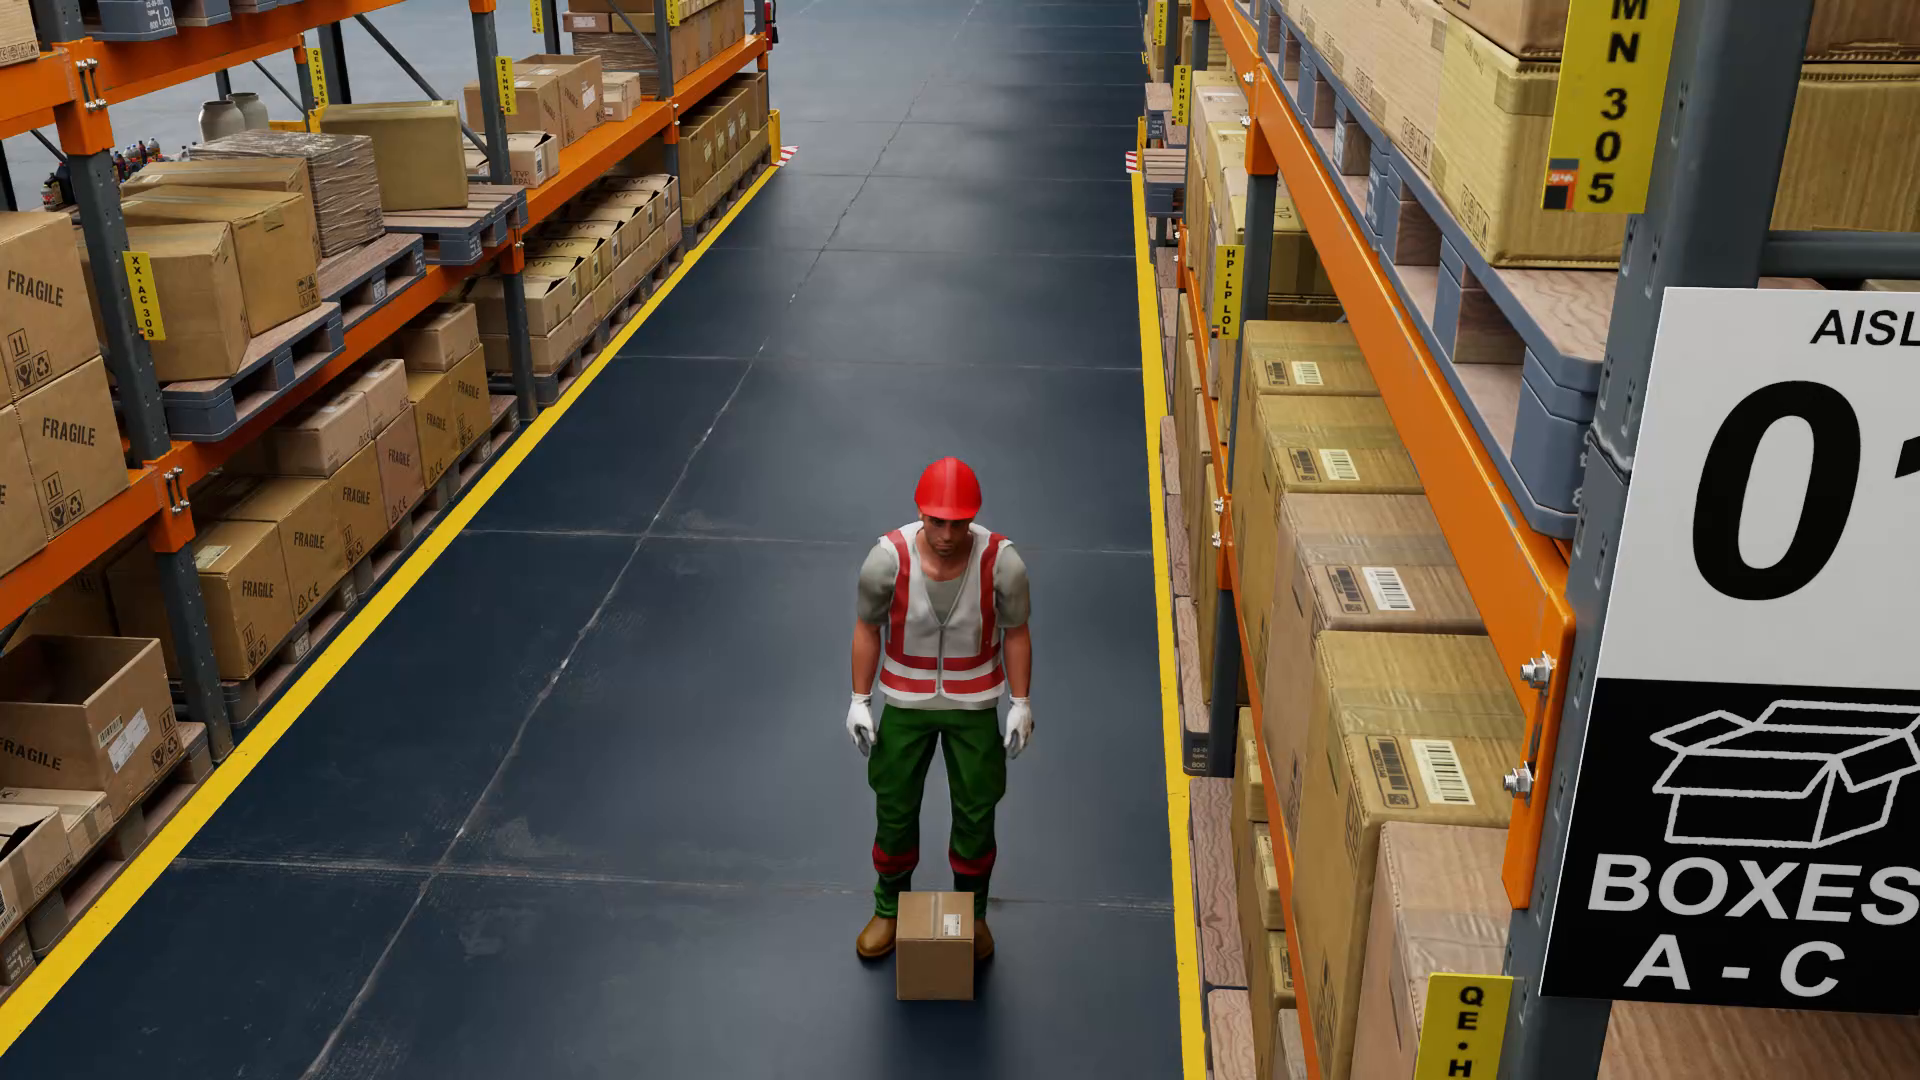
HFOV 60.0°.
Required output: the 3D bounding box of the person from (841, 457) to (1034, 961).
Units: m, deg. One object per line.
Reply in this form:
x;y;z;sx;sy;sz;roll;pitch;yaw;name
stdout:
-0.072;0.550;5.365;0.623;1.780;0.450;1;24;2;person
